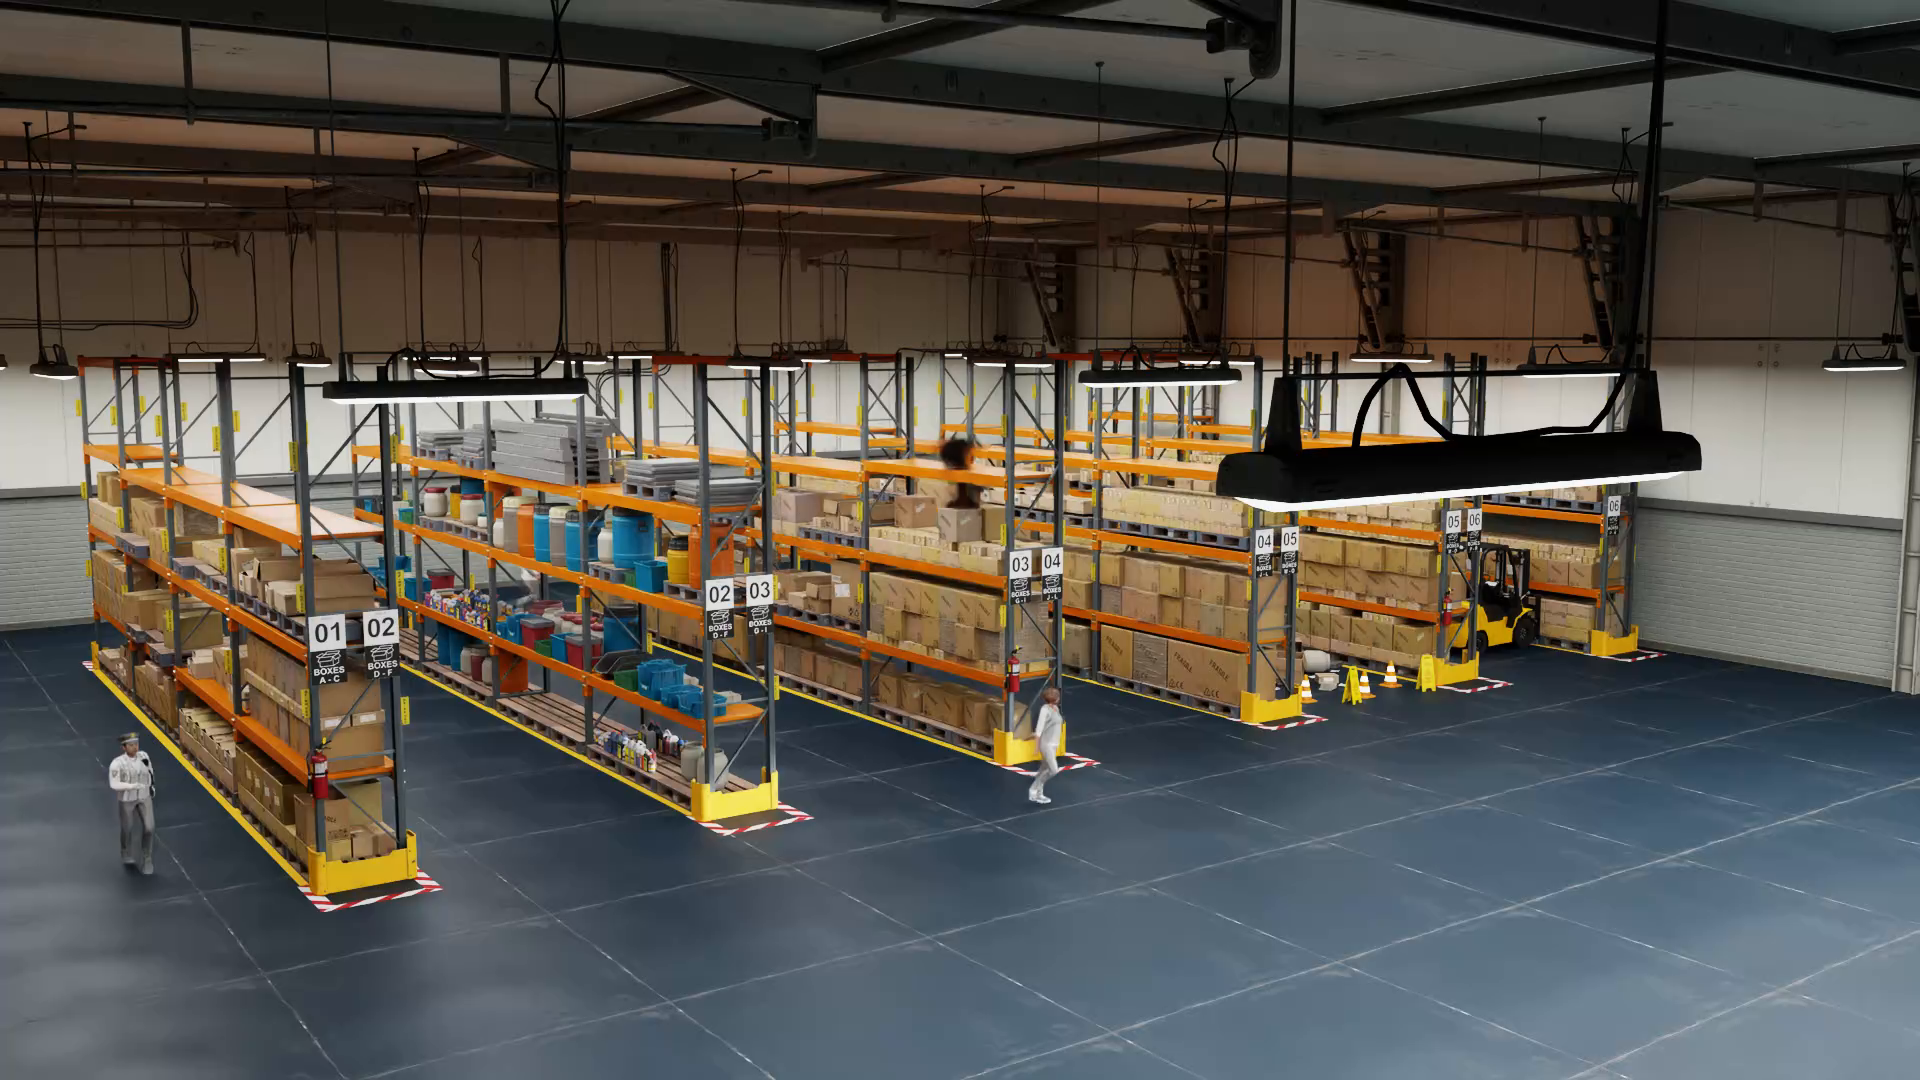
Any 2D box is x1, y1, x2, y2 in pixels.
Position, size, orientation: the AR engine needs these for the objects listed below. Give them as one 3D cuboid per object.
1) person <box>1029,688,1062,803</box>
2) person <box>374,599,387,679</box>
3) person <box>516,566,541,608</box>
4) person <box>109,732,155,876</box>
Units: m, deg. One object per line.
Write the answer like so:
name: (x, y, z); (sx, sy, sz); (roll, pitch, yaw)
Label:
person: (1.171, 2.796, 22.616); (0.431, 1.583, 0.496); (3, 8, 25)
person: (-10.740, 1.846, 30.584); (0.565, 1.565, 0.856); (-7, 10, -44)
person: (-9.839, 0.887, 37.901); (0.689, 1.737, 0.668); (-4, 8, -30)
person: (-9.796, 3.113, 19.724); (0.549, 1.738, 0.812); (-6, 9, -40)
